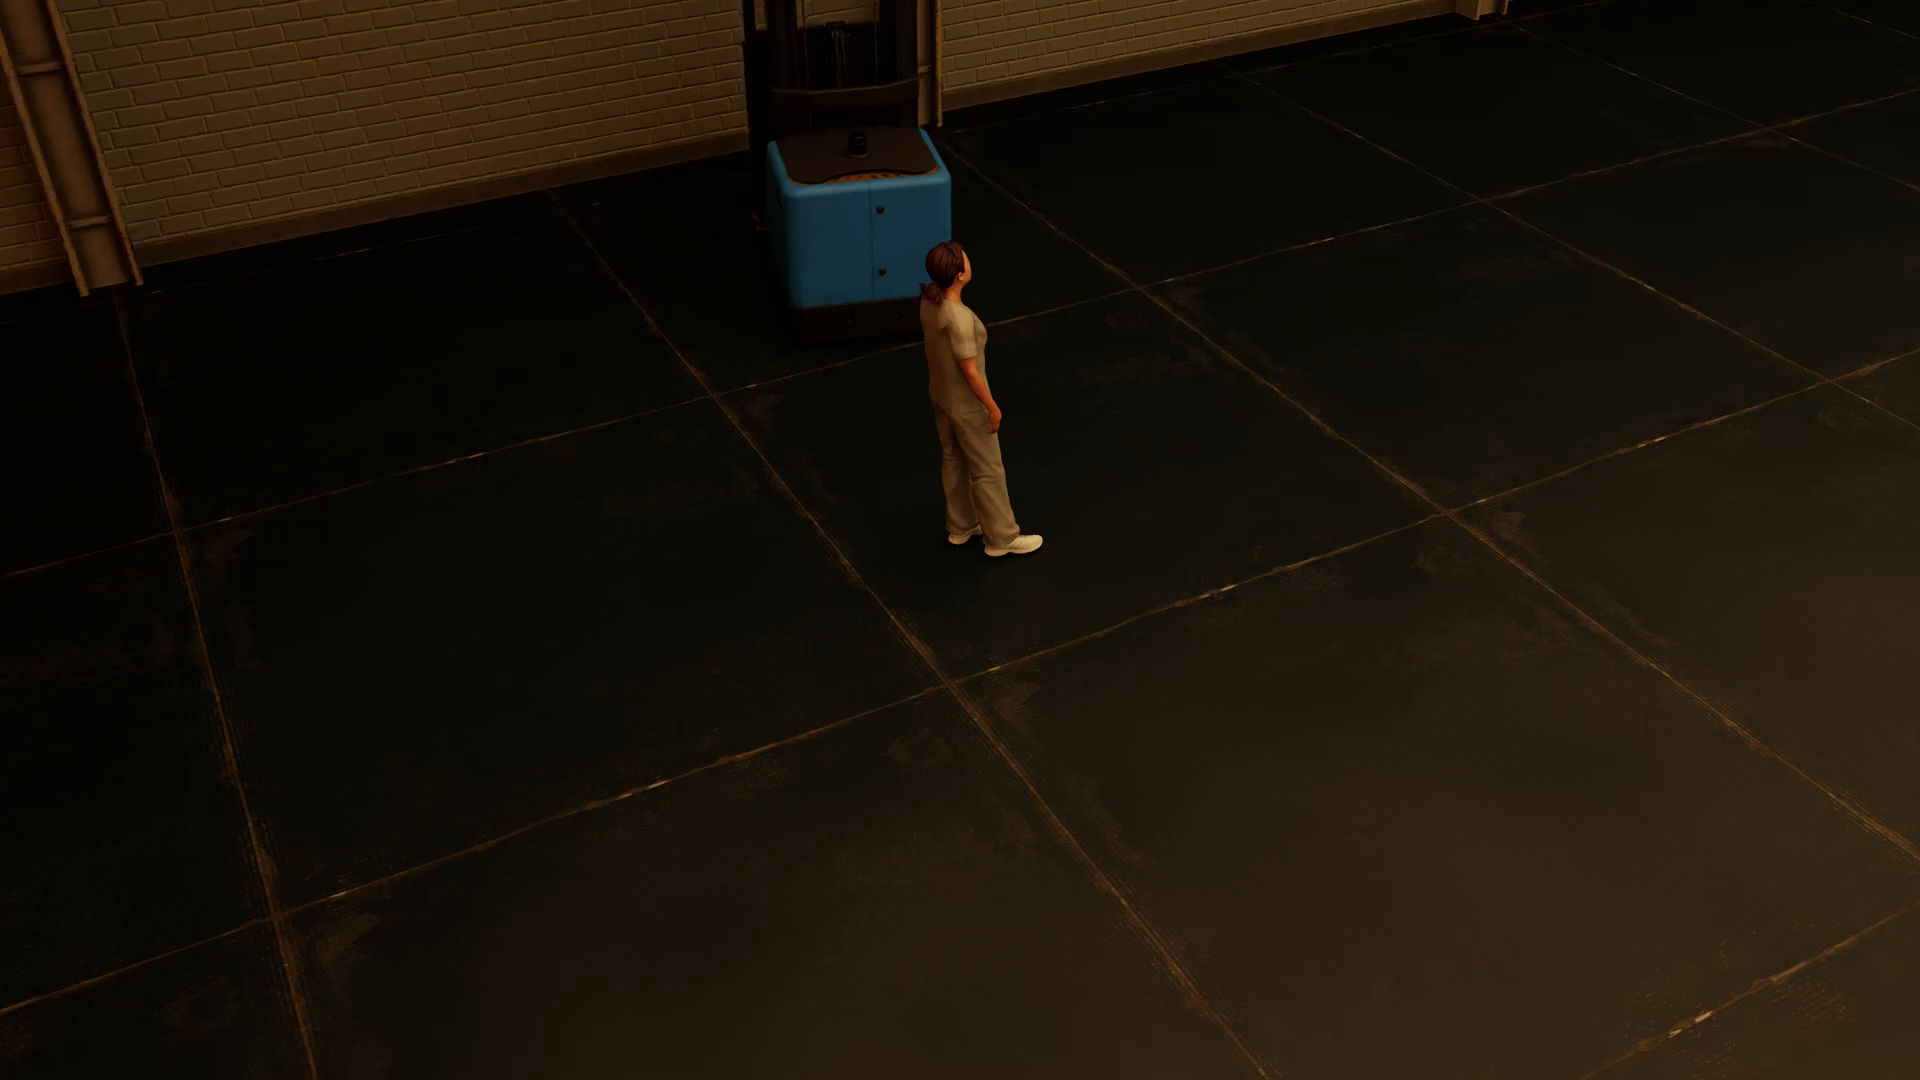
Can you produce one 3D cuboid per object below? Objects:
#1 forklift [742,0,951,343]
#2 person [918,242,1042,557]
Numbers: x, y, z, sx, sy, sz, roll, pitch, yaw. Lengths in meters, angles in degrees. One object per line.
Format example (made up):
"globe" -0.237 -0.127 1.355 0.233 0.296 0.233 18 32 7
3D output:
"forklift" -0.868 -3.257 10.731 1.130 2.935 3.031 -8 36 -11
"person" 0.071 -0.703 8.193 0.549 1.675 0.550 -17 39 -23
